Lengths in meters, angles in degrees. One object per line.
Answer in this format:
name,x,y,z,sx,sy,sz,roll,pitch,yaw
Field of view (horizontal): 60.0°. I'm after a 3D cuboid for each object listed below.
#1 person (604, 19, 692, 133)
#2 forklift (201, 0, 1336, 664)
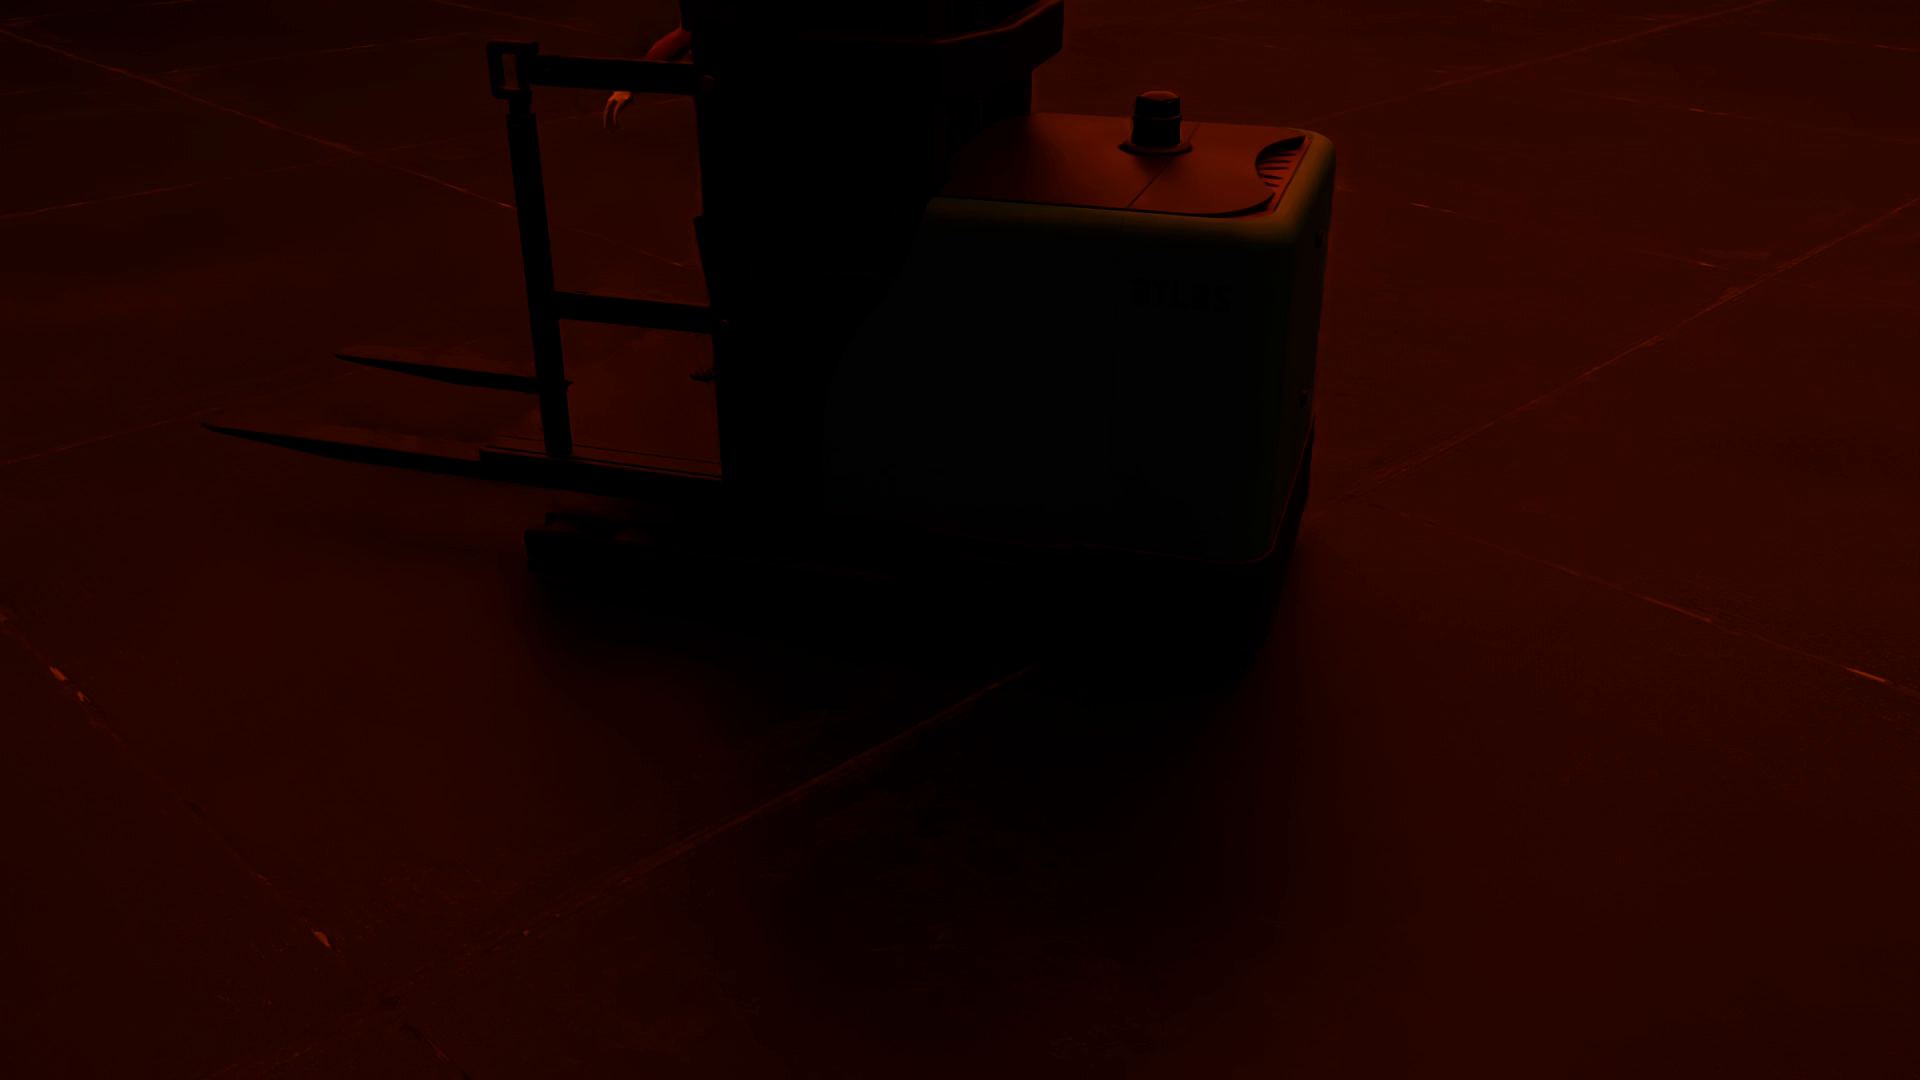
person,-0.915,-1.784,6.505,0.857,1.491,0.996,-1,26,-2
forklift,-0.608,-1.389,4.047,3.031,2.935,1.130,8,27,15
